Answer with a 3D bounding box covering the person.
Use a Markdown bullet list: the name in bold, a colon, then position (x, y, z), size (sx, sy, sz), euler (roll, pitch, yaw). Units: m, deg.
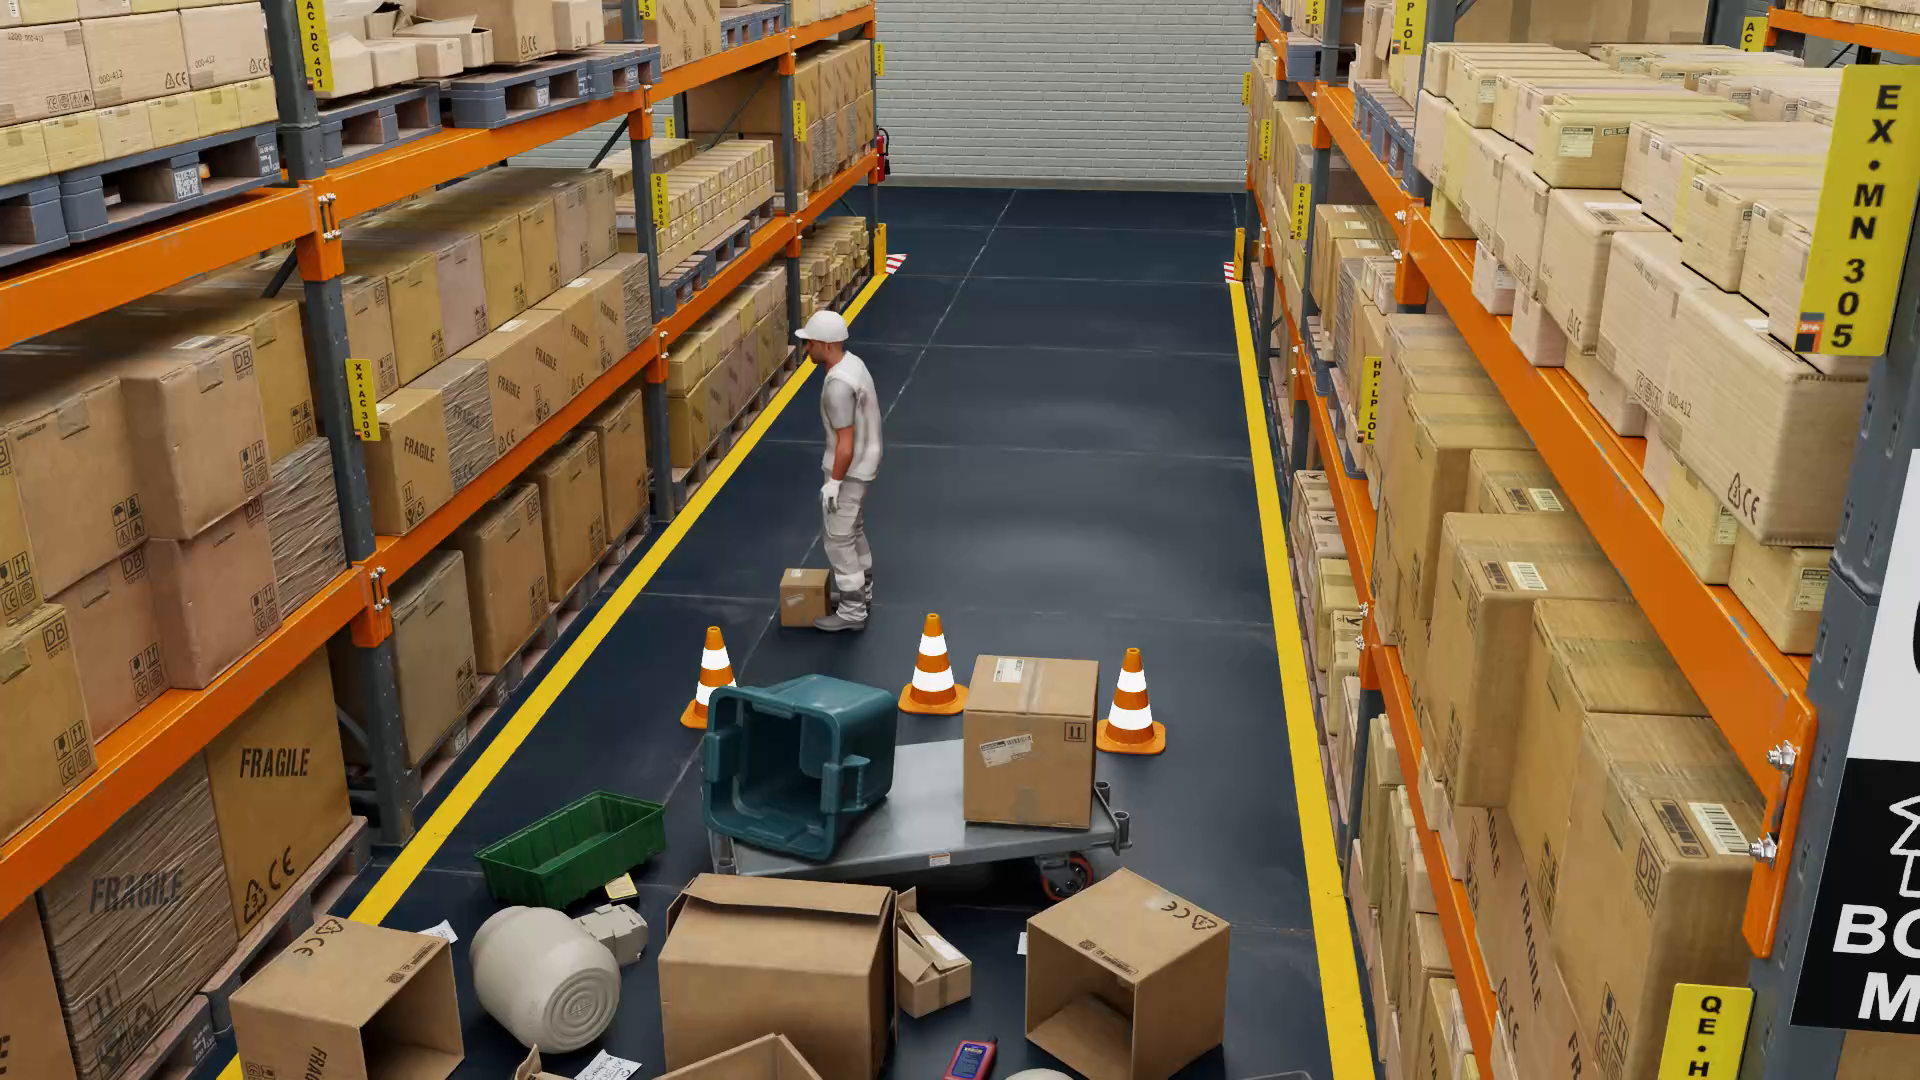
- **person**: position (-0.644, -0.373, 9.034), size (0.446, 1.780, 0.620), euler (1, 21, 3)
